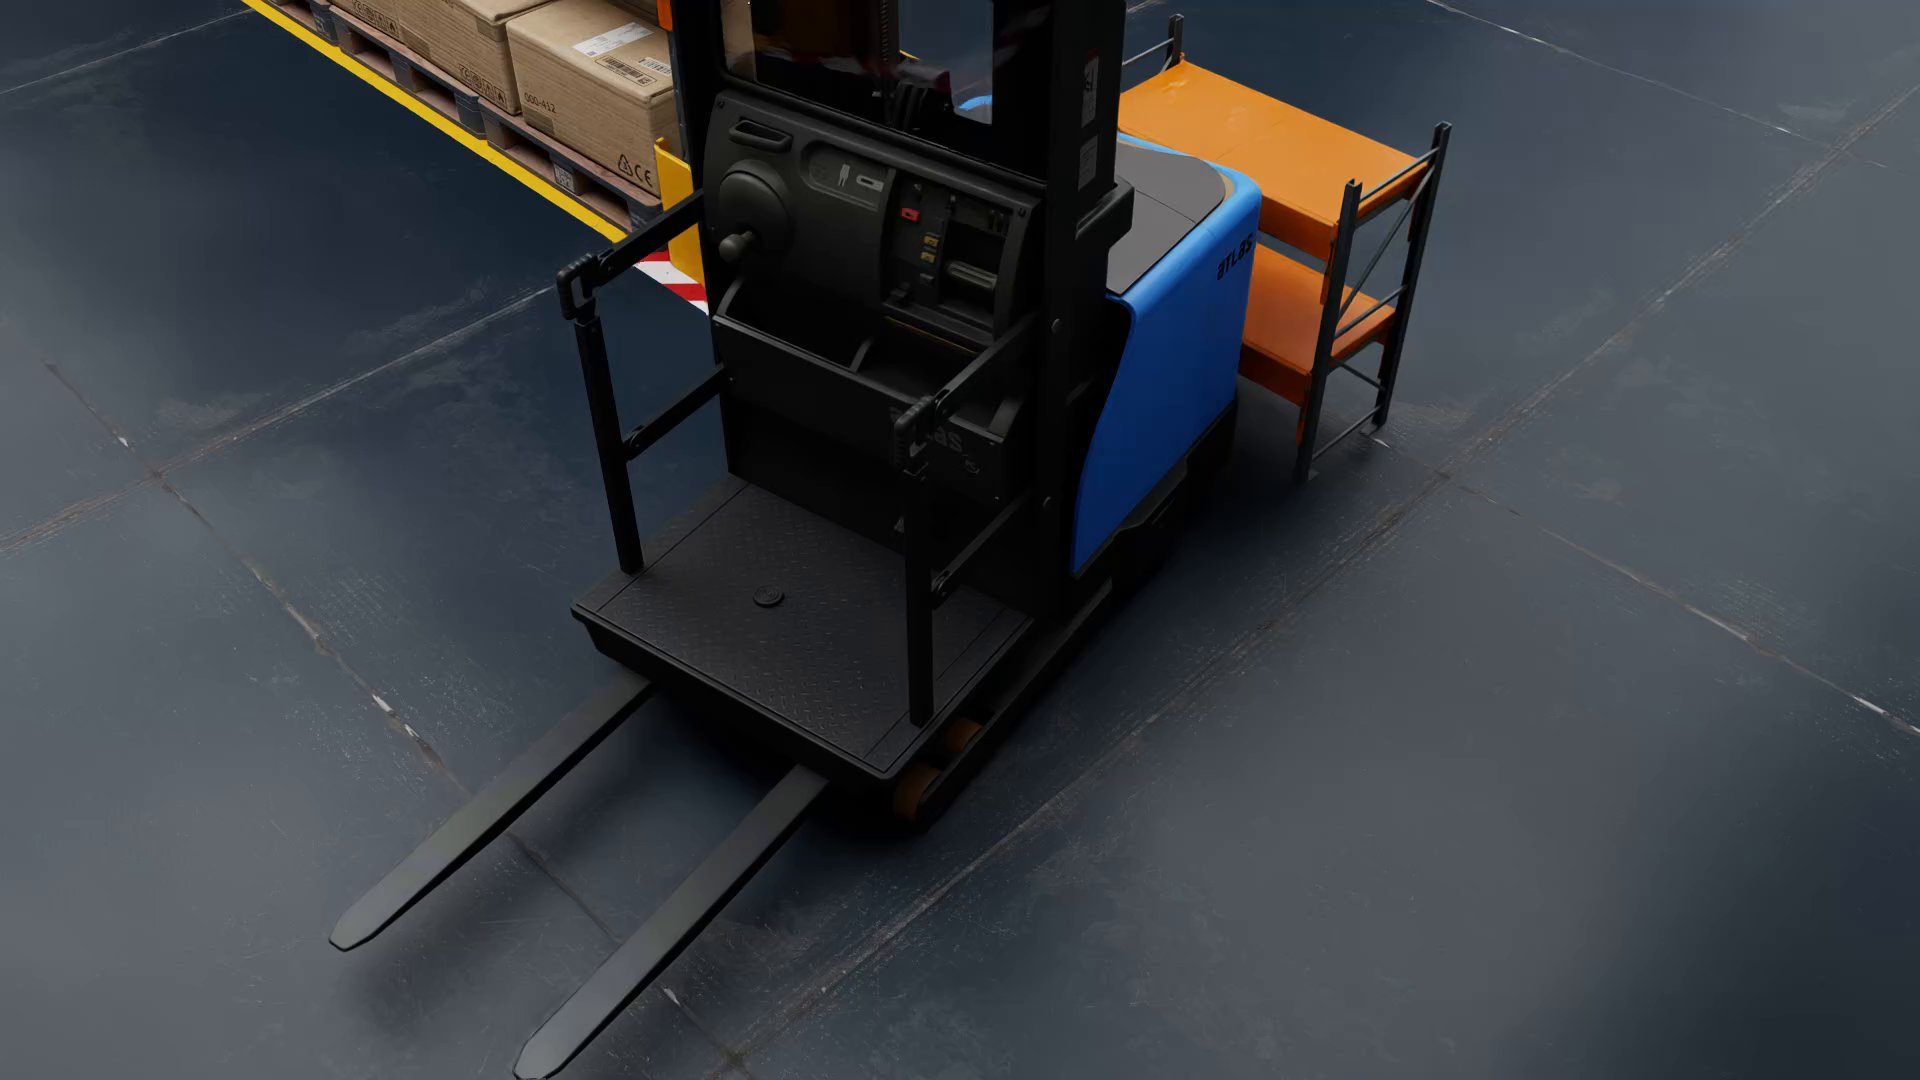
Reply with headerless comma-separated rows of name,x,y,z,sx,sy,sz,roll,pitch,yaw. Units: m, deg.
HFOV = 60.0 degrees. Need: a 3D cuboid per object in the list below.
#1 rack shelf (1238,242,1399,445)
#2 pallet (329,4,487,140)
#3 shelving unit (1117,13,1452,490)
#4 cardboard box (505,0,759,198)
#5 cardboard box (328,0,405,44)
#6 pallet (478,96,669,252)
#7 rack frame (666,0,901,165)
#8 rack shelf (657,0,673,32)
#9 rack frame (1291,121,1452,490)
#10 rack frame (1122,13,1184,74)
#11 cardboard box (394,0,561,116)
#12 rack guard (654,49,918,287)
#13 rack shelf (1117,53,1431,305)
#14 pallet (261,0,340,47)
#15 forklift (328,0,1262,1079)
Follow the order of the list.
rack shelf,0.910,-0.768,5.613,1.000,0.278,0.538,34,52,31
pallet,-2.104,-2.301,7.584,1.003,0.211,1.213,-34,53,-31
shelving unit,0.910,-0.948,5.447,1.048,1.125,0.538,34,52,31
cardboard box,-1.163,-1.874,6.647,0.875,0.438,0.875,32,52,30
cardboard box,-2.451,-2.744,7.588,0.875,0.438,0.875,33,52,30
pallet,-1.247,-1.714,6.950,1.003,0.211,1.213,-34,53,-31
rack frame,-0.626,-2.392,5.628,1.000,3.000,0.127,-34,53,-31
rack shelf,-2.039,-3.089,6.912,1.077,0.370,4.000,-34,53,-31
rack frame,1.271,-0.705,5.184,0.032,1.125,0.500,34,52,31
rack frame,0.549,-1.191,5.710,0.032,1.125,0.500,34,52,31
cardboard box,-1.816,-2.310,7.118,0.875,0.438,0.875,-33,52,-30
rack guard,-0.610,-1.462,6.464,1.175,0.500,0.348,-34,53,-31
rack shelf,0.910,-1.162,5.248,1.000,0.278,0.538,34,52,31
pallet,-2.970,-2.887,8.219,1.003,0.211,1.213,-34,53,-31
forklift,-0.357,-0.694,3.842,1.130,2.935,3.031,25,48,25
